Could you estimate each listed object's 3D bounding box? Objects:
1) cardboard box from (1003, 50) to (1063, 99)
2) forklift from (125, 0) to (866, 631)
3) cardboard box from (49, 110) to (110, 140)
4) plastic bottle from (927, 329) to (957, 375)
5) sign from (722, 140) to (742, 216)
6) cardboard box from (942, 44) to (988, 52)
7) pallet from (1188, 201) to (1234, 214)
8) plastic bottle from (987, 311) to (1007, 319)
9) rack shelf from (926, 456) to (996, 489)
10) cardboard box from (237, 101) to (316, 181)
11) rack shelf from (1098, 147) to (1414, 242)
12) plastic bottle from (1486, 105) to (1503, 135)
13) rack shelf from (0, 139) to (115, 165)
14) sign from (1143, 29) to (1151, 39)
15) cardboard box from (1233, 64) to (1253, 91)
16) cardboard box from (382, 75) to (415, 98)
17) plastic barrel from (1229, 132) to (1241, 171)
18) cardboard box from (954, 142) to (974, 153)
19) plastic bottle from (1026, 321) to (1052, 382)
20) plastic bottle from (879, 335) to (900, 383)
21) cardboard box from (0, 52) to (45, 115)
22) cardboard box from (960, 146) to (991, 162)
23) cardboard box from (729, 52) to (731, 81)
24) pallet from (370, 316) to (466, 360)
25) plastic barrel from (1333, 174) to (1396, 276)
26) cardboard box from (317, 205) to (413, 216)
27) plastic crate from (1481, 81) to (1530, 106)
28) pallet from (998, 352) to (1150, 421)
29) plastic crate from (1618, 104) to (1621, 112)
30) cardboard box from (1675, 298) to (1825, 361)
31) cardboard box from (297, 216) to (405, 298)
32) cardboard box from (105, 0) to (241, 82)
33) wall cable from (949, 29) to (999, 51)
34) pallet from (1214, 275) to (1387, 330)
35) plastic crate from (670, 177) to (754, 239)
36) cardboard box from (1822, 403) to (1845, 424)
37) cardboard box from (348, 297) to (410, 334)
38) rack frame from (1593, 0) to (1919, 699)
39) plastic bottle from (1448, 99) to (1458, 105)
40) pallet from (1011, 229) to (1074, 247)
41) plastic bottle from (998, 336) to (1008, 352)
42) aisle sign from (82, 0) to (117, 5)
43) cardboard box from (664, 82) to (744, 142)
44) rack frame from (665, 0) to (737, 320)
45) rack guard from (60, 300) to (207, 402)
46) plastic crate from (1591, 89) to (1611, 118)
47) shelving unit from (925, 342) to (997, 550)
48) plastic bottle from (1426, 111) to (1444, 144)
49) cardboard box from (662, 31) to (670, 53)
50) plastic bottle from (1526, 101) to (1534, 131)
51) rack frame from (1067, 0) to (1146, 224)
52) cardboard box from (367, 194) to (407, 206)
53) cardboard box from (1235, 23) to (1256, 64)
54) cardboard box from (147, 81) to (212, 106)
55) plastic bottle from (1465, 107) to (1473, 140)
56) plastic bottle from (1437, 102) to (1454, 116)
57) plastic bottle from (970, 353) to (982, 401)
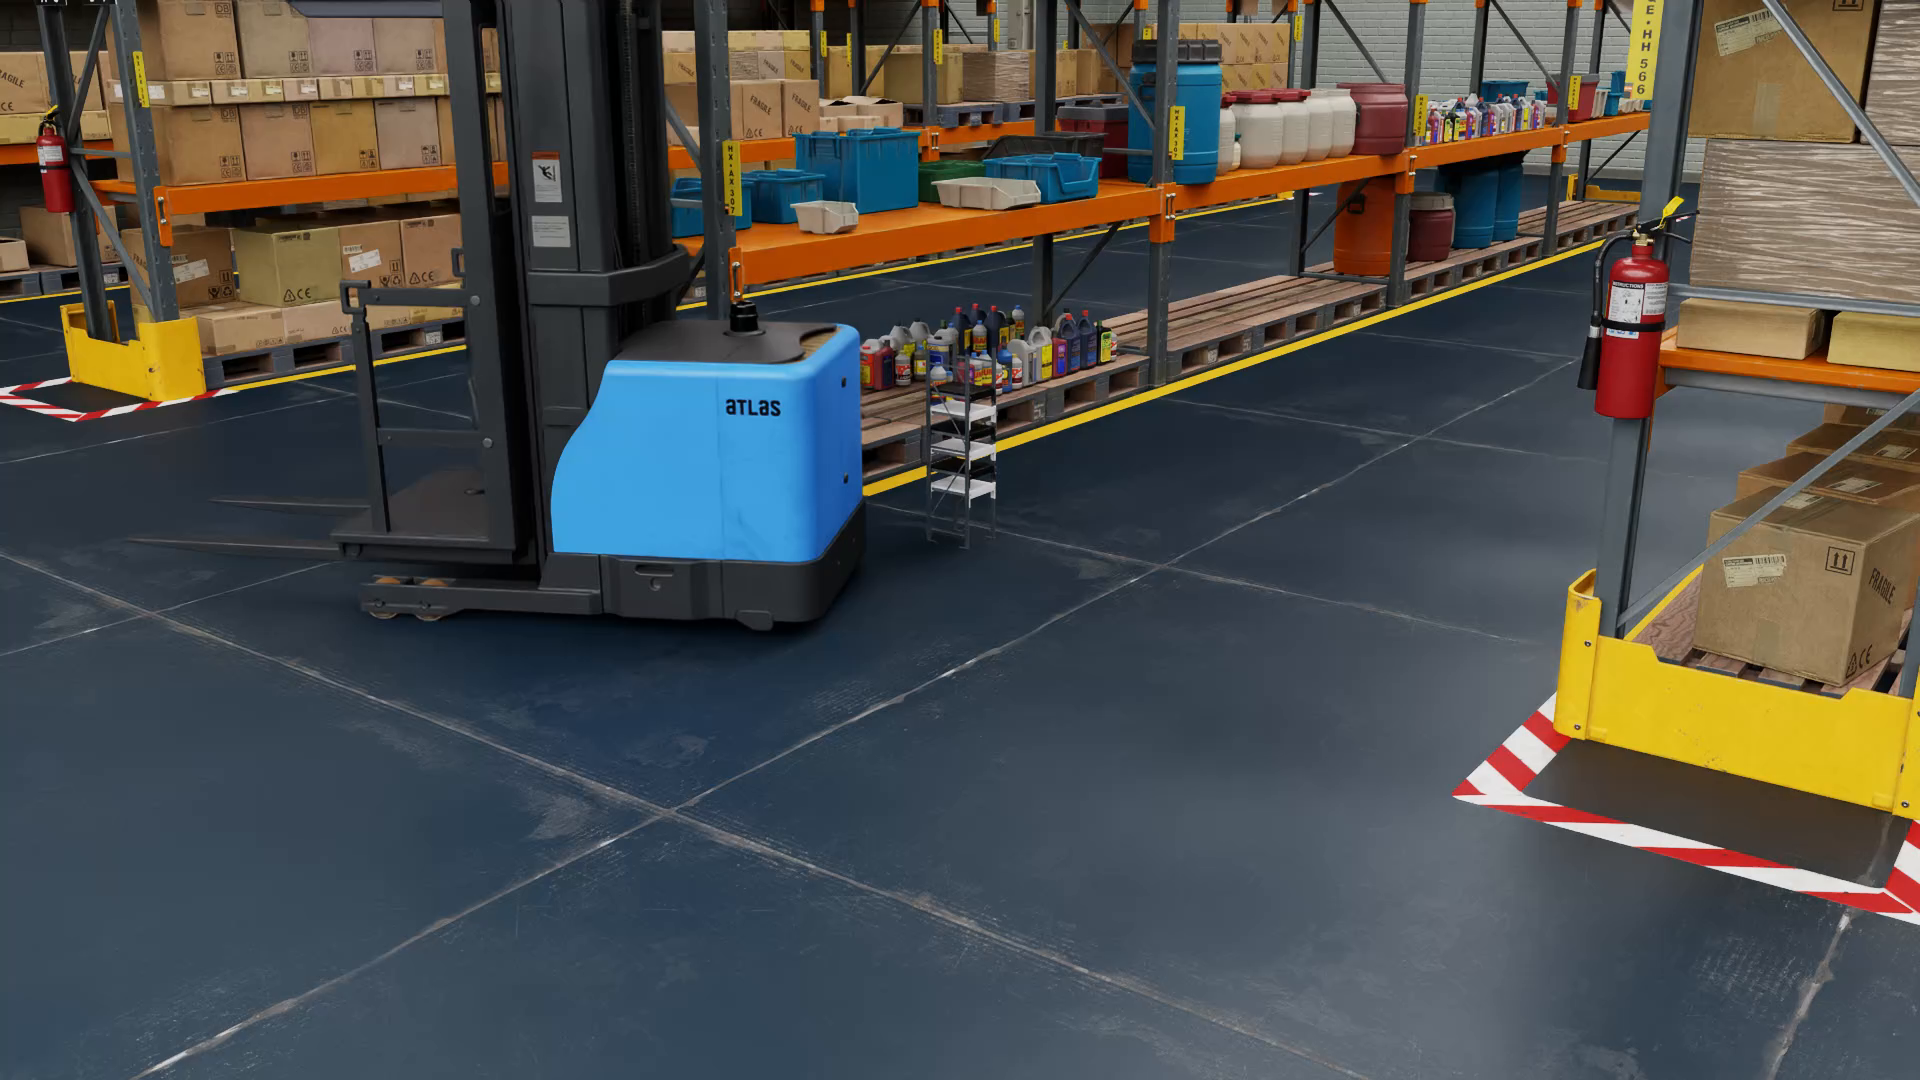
[{"bbox_3d":[0.717,-5.129,18.325,0.700,0.500,0.500,7,19,21],"label":"cardboard box"},{"bbox_3d":[-1.974,-1.224,6.743,3.031,2.935,1.130,2,17,8],"label":"forklift"},{"bbox_3d":[-7.955,-3.693,14.797,0.500,0.250,0.500,13,21,35],"label":"cardboard box"},{"bbox_3d":[-0.117,-1.155,10.255,0.152,0.276,0.135,12,21,35],"label":"plastic bottle"},{"bbox_3d":[-1.015,-1.612,7.410,0.100,0.325,0.005,12,21,35],"label":"sign"},{"bbox_3d":[-0.173,-7.159,25.235,0.980,0.700,0.700,14,22,37],"label":"cardboard box"},{"bbox_3d":[2.857,-4.436,21.672,1.003,0.211,1.213,12,21,35],"label":"pallet"},{"bbox_3d":[0.217,-1.360,10.915,0.152,0.276,0.135,13,22,37],"label":"plastic bottle"},{"bbox_3d":[0.005,-0.314,7.653,0.258,0.077,0.200,12,21,35],"label":"rack shelf"},{"bbox_3d":[-4.832,-2.737,11.330,0.700,0.500,0.500,13,22,36],"label":"cardboard box"},{"bbox_3d":[2.121,-2.663,12.476,1.077,0.370,4.000,12,21,35],"label":"rack shelf"},{"bbox_3d":[4.984,-3.931,15.555,0.152,0.276,0.135,12,21,35],"label":"plastic bottle"},{"bbox_3d":[-8.219,-3.461,15.045,1.077,0.370,4.000,12,21,35],"label":"rack shelf"},{"bbox_3d":[2.168,-5.768,19.307,0.100,0.325,0.005,12,21,35],"label":"sign"},{"bbox_3d":[3.447,-5.916,21.567,0.500,0.500,0.500,13,21,35],"label":"cardboard box"},{"bbox_3d":[-4.107,-3.233,11.834,0.380,0.149,0.250,13,21,35],"label":"cardboard box"},{"bbox_3d":[1.841,-2.753,11.783,0.301,0.262,0.301,0,17,0],"label":"plastic barrel"},{"bbox_3d":[-0.214,-5.962,25.391,0.700,0.500,0.500,12,21,35],"label":"cardboard box"},{"bbox_3d":[0.470,-1.149,10.110,0.144,0.351,0.185,12,21,34],"label":"plastic bottle"},{"bbox_3d":[-0.457,-1.090,10.048,0.152,0.276,0.135,12,21,33],"label":"plastic bottle"},{"bbox_3d":[-8.269,-3.923,14.274,0.500,0.500,0.500,12,21,33],"label":"cardboard box"},{"bbox_3d":[0.342,-4.257,18.602,0.500,0.250,0.500,12,21,34],"label":"cardboard box"},{"bbox_3d":[-3.229,-5.870,20.885,0.500,0.500,0.500,13,22,36],"label":"cardboard box"},{"bbox_3d":[-4.280,-1.601,12.544,1.003,0.211,1.213,12,21,35],"label":"pallet"},{"bbox_3d":[3.591,-2.767,14.547,0.600,0.830,0.708,12,21,35],"label":"plastic barrel"},{"bbox_3d":[-4.466,-2.240,12.561,0.500,0.500,0.500,12,21,35],"label":"cardboard box"},{"bbox_3d":[5.700,-4.629,17.516,0.392,0.384,0.575,12,21,35],"label":"plastic crate"},{"bbox_3d":[0.496,-1.046,10.757,1.003,0.211,1.213,12,21,35],"label":"pallet"},{"bbox_3d":[7.247,-4.854,18.661,0.298,0.136,0.250,12,21,35],"label":"plastic crate"},{"bbox_3d":[2.528,-0.687,5.322,0.380,0.149,0.250,12,21,35],"label":"cardboard box"},{"bbox_3d":[-4.348,-2.029,11.883,0.500,0.500,0.500,12,21,35],"label":"cardboard box"},{"bbox_3d":[-5.110,-3.243,10.773,0.700,0.500,0.500,13,21,35],"label":"cardboard box"},{"bbox_3d":[0.126,-8.097,27.046,0.084,1.984,1.851,12,21,35],"label":"wall cable"},{"bbox_3d":[2.820,-1.974,13.744,1.003,0.211,1.213,12,21,35],"label":"pallet"},{"bbox_3d":[-1.396,-1.679,8.343,0.499,0.251,0.616,12,21,35],"label":"plastic crate"},{"bbox_3d":[4.301,-0.436,7.597,0.500,0.500,0.500,-12,21,-33],"label":"cardboard box"},{"bbox_3d":[-4.338,-1.669,11.988,0.500,0.250,0.500,12,21,35],"label":"cardboard box"},{"bbox_3d":[2.524,-0.703,4.949,1.000,3.000,0.127,12,21,35],"label":"rack frame"},{"bbox_3d":[4.896,-4.247,16.570,0.152,0.276,0.135,12,21,35],"label":"plastic bottle"},{"bbox_3d":[0.539,-3.488,18.621,1.003,0.211,1.213,12,21,35],"label":"pallet"},{"bbox_3d":[0.284,-1.097,10.057,0.061,0.283,0.133,12,21,35],"label":"plastic bottle"},{"bbox_3d":[-5.223,-3.626,9.978,0.394,0.787,0.004,12,21,35],"label":"aisle sign"},{"bbox_3d":[-2.262,-3.760,14.625,0.500,0.500,0.500,14,22,39],"label":"cardboard box"},{"bbox_3d":[-1.454,-1.578,7.767,1.000,3.000,0.127,12,21,35],"label":"rack frame"},{"bbox_3d":[-5.444,-1.255,10.941,1.175,0.500,0.348,12,21,35],"label":"rack guard"},{"bbox_3d":[6.754,-4.739,18.046,0.437,0.282,0.530,12,21,35],"label":"plastic crate"},{"bbox_3d":[0.005,-0.432,7.617,0.258,0.900,0.210,12,21,35],"label":"shelving unit"},{"bbox_3d":[4.106,-3.580,14.424,0.152,0.276,0.135,12,21,35],"label":"plastic bottle"},{"bbox_3d":[-3.847,-5.982,19.981,0.500,0.250,0.500,12,21,34],"label":"cardboard box"},{"bbox_3d":[5.503,-4.139,16.223,0.152,0.276,0.135,12,21,35],"label":"plastic bottle"},{"bbox_3d":[1.720,-5.312,19.792,1.000,3.000,0.127,12,21,35],"label":"rack frame"},{"bbox_3d":[-6.334,-3.608,17.777,0.700,0.500,0.500,12,21,34],"label":"cardboard box"},{"bbox_3d":[3.454,-6.391,21.411,0.500,0.500,0.500,13,22,36],"label":"cardboard box"},{"bbox_3d":[-5.023,-2.867,10.656,0.380,0.149,0.250,12,21,34],"label":"cardboard box"},{"bbox_3d":[4.555,-3.741,14.928,0.061,0.283,0.133,12,21,35],"label":"plastic bottle"},{"bbox_3d":[4.685,-4.086,16.054,0.152,0.276,0.135,12,21,35],"label":"plastic bottle"},{"bbox_3d":[0.081,-0.943,9.583,0.097,0.271,0.097,0,17,0],"label":"plastic bottle"}]
